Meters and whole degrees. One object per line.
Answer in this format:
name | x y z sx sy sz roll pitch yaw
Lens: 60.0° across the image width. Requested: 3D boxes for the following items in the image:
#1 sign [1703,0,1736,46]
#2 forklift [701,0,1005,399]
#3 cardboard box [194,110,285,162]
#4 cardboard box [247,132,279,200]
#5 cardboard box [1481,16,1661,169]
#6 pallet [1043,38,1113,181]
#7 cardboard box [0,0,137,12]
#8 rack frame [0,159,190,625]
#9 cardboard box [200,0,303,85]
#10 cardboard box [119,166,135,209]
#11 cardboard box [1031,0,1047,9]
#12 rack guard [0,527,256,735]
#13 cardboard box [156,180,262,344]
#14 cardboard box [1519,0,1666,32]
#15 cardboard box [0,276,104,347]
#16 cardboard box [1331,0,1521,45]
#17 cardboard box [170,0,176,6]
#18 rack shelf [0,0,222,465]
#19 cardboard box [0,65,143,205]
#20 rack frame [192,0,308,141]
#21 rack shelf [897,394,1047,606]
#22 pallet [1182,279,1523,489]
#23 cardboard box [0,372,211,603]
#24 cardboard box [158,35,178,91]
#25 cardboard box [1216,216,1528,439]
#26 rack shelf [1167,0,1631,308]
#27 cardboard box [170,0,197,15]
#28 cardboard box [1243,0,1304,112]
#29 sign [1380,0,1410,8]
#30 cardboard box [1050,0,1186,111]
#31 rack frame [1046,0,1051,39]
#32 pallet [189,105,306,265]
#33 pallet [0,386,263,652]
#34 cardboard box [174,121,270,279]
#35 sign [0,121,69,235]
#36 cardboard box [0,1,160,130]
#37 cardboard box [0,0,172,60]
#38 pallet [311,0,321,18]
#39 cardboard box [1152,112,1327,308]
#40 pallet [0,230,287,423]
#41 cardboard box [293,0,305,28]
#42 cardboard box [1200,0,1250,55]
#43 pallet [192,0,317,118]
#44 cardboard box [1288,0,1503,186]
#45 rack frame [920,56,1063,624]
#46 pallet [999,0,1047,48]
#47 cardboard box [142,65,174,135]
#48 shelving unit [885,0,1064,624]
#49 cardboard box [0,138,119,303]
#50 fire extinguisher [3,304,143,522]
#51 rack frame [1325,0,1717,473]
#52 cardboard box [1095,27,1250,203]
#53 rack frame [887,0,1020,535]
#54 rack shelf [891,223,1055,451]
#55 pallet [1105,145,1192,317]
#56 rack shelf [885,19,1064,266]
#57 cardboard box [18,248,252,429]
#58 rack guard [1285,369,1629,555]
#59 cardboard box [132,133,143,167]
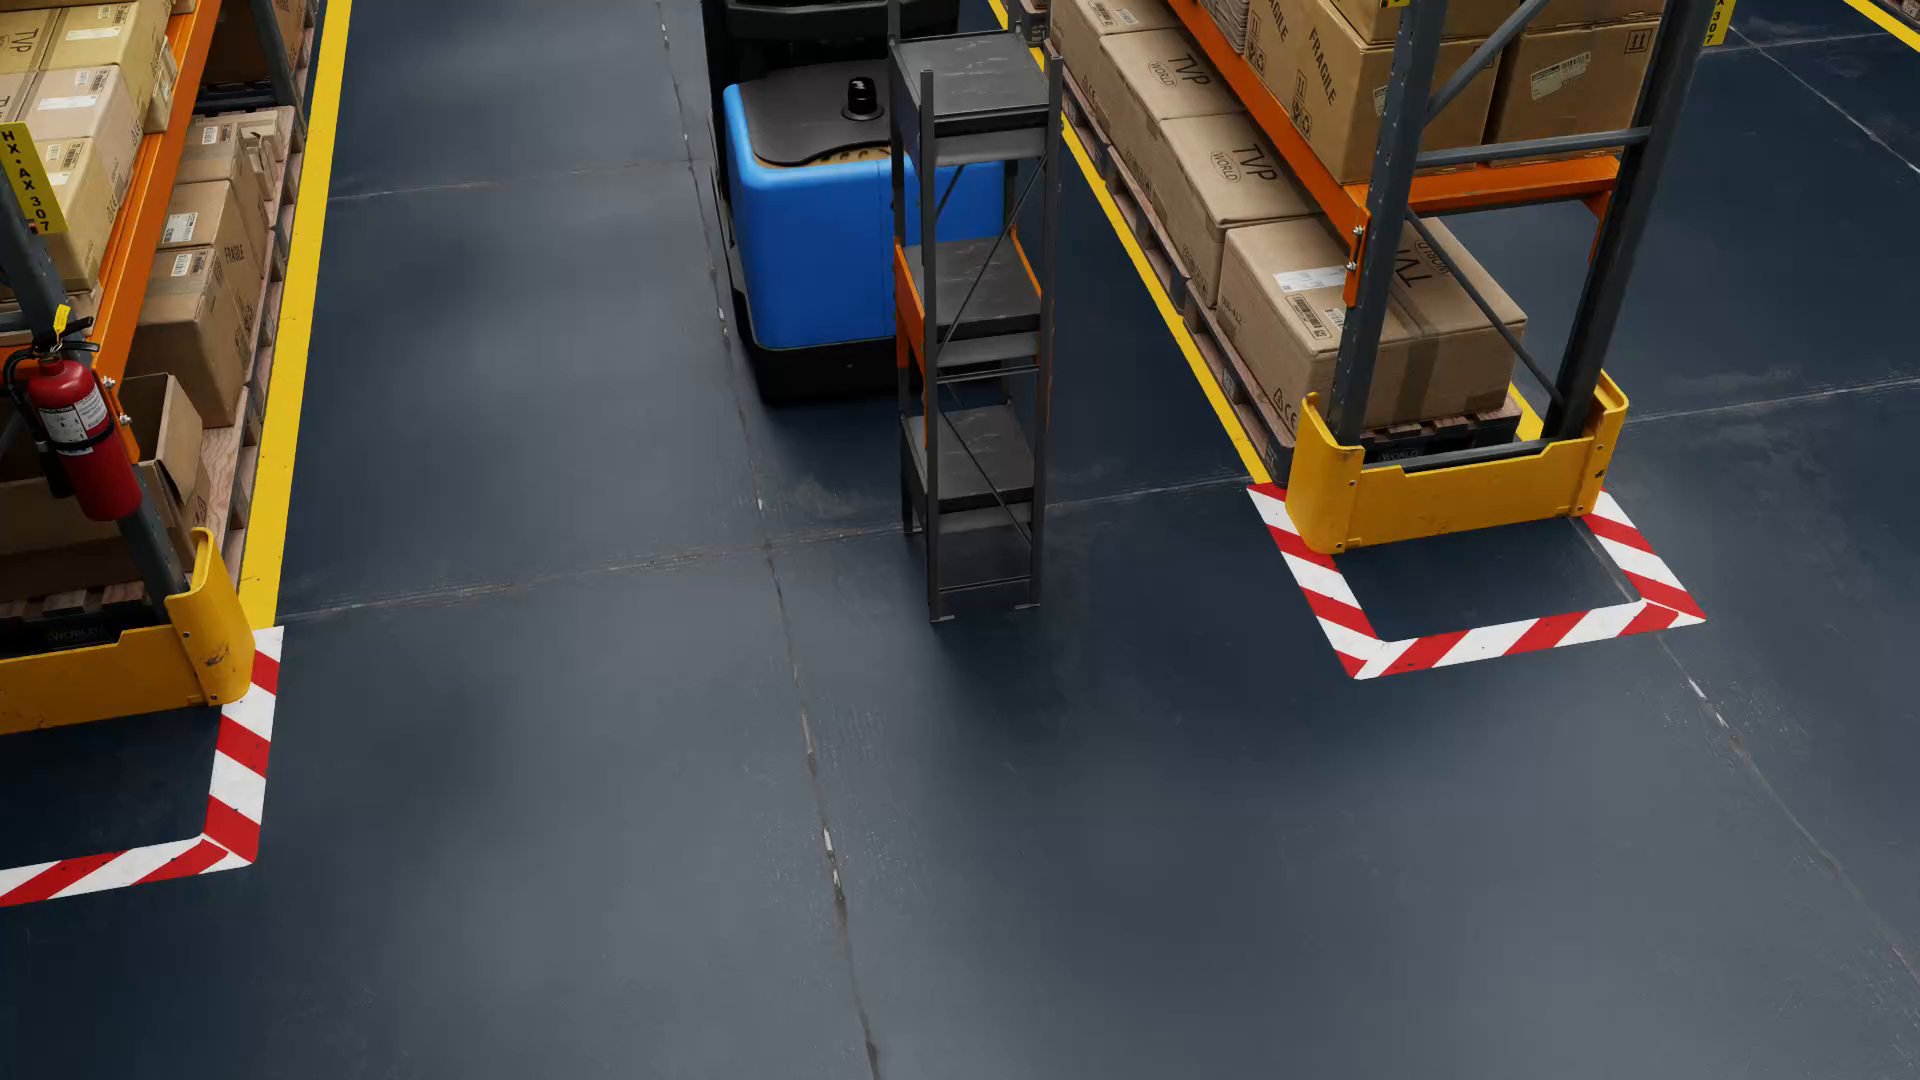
sign | 2.383 -1.698 5.192 0.100 0.325 0.005 -8 42 -9
forklift | -0.599 -2.660 7.039 1.130 2.935 3.031 -8 42 -9
cardboard box | -3.463 -1.920 7.985 0.380 0.149 0.250 -10 42 -11
cardboard box | -3.386 -1.733 7.686 0.396 0.266 0.258 -7 42 -8
cardboard box | 2.016 -1.659 5.784 0.500 0.500 0.500 -9 42 -10
pallet | 1.064 -2.315 8.699 1.003 0.211 1.213 -8 42 -9
cardboard box | -3.165 -2.196 5.789 0.500 0.500 0.500 -7 42 -8
rack frame | -3.006 -0.556 4.617 1.000 3.000 0.127 -8 42 -9
cardboard box | -3.754 -2.717 8.617 0.500 0.500 0.500 -7 42 -7
cardboard box | -2.995 -1.210 5.543 0.380 0.149 0.250 -7 42 -8
cardboard box | 0.764 -3.615 9.347 0.875 0.875 0.875 -7 42 -8
rack guard | -3.023 0.330 5.502 1.175 0.500 0.348 -8 42 -9
cardboard box | -3.209 -1.105 6.802 0.500 0.500 0.500 -8 42 -8
cardboard box | 2.014 -2.033 5.452 0.500 0.500 0.500 -9 42 -10
cardboard box | -2.809 -0.714 4.984 0.380 0.149 0.250 -9 42 -10
cardboard box | 1.503 -1.959 5.369 0.500 0.500 0.500 -7 42 -8
cardboard box | -3.304 -2.261 6.426 0.500 0.250 0.500 -9 42 -10
rack shelf | -3.438 -1.583 6.316 1.077 0.370 4.000 -8 42 -9
cardboard box | -2.950 -1.270 5.311 0.500 0.250 0.500 -8 42 -9
rack frame | -3.870 -3.149 7.537 1.000 3.000 0.127 -8 42 -9
rack shelf | 0.036 -0.144 5.906 0.431 0.518 0.480 -8 42 -9
pallet | 1.591 -0.734 6.917 1.003 0.211 1.213 -8 42 -9
cardboard box | -3.046 -0.189 5.768 0.797 0.503 0.637 -10 43 -11
cardboard box | -3.116 -1.724 6.122 0.380 0.149 0.250 -7 42 -8
cardboard box | 1.599 -0.882 6.597 0.875 0.438 0.875 -10 43 -11
rack shelf | 1.408 -2.297 7.120 1.077 0.370 4.000 -8 42 -9
cardboard box | -3.285 -2.218 6.678 0.380 0.149 0.250 -9 42 -10
cardboard box | 1.383 -1.909 6.066 0.500 0.500 0.500 -9 42 -10
sign | 1.307 -1.722 4.880 0.100 0.325 0.005 -8 42 -9
cardboard box | 1.007 -2.639 8.577 0.875 0.438 0.875 -9 42 -10
rack frame | 0.976 -3.862 8.341 1.000 3.000 0.127 -8 42 -9
pallet | -3.722 -1.660 7.962 1.003 0.211 1.213 -8 42 -9
pallet | -3.196 -0.079 6.180 1.003 0.211 1.213 -8 42 -9
cardboard box | -3.416 -1.421 7.157 0.700 0.500 0.500 -10 43 -11
sign | -2.477 -0.957 4.417 0.100 0.325 0.005 -8 42 -9
cardboard box | -3.063 -1.598 5.680 0.500 0.250 0.500 -9 42 -10
cardboard box | -3.194 -1.927 6.050 0.500 0.250 0.500 -9 42 -10
pallet | -4.349 -3.420 9.944 1.003 0.211 1.213 -8 42 -9
cardboard box | 1.394 -1.474 7.264 0.875 0.438 0.875 -7 42 -8
pallet | -3.456 -0.868 7.069 1.003 0.211 1.213 -8 42 -9
cardboard box | -3.879 -3.060 9.005 0.500 0.500 0.500 -9 42 -10
cardboard box | 1.263 -2.241 6.440 0.500 0.500 0.500 -7 42 -8
pallet | -4.082 -2.627 9.051 1.003 0.211 1.213 -8 42 -9
cardboard box | 1.477 -1.582 5.697 0.500 0.500 0.500 -8 42 -9
rack frame | 0.088 -0.520 5.254 0.400 2.100 0.015 -8 42 -9
pallet | 0.736 -3.309 9.818 1.003 0.211 1.213 -8 42 -9
cardboard box | -3.039 -1.556 5.933 0.380 0.149 0.250 -9 42 -11
shelving unit | 0.036 -0.678 5.432 0.431 2.100 0.503 -8 42 -9
cardboard box | -2.841 -0.944 4.942 0.500 0.250 0.500 -8 42 -9
fire extinguisher | -2.523 -0.358 4.733 0.296 0.674 0.183 -8 42 -9
rack frame | 1.839 -1.269 5.420 1.000 3.000 0.127 -8 42 -9
cardboard box | 1.201 -2.059 7.923 0.875 0.438 0.875 -10 42 -11
rack frame | -0.017 -0.836 5.610 0.400 2.100 0.015 -8 42 -9
rack shelf | 0.036 -0.668 5.441 0.431 0.518 0.480 -8 42 -9
pallet | 1.331 -1.523 7.807 1.003 0.211 1.213 -8 42 -9
rack shelf | 0.036 -1.191 4.976 0.431 0.518 0.480 -8 42 -9
cardboard box | -3.192 -0.748 6.399 0.700 0.500 0.500 -7 42 -8
rack guard | 1.845 -0.319 6.233 1.175 0.500 0.348 -8 42 -9
cardboard box | -3.058 -1.382 5.736 0.380 0.149 0.250 -8 42 -9
